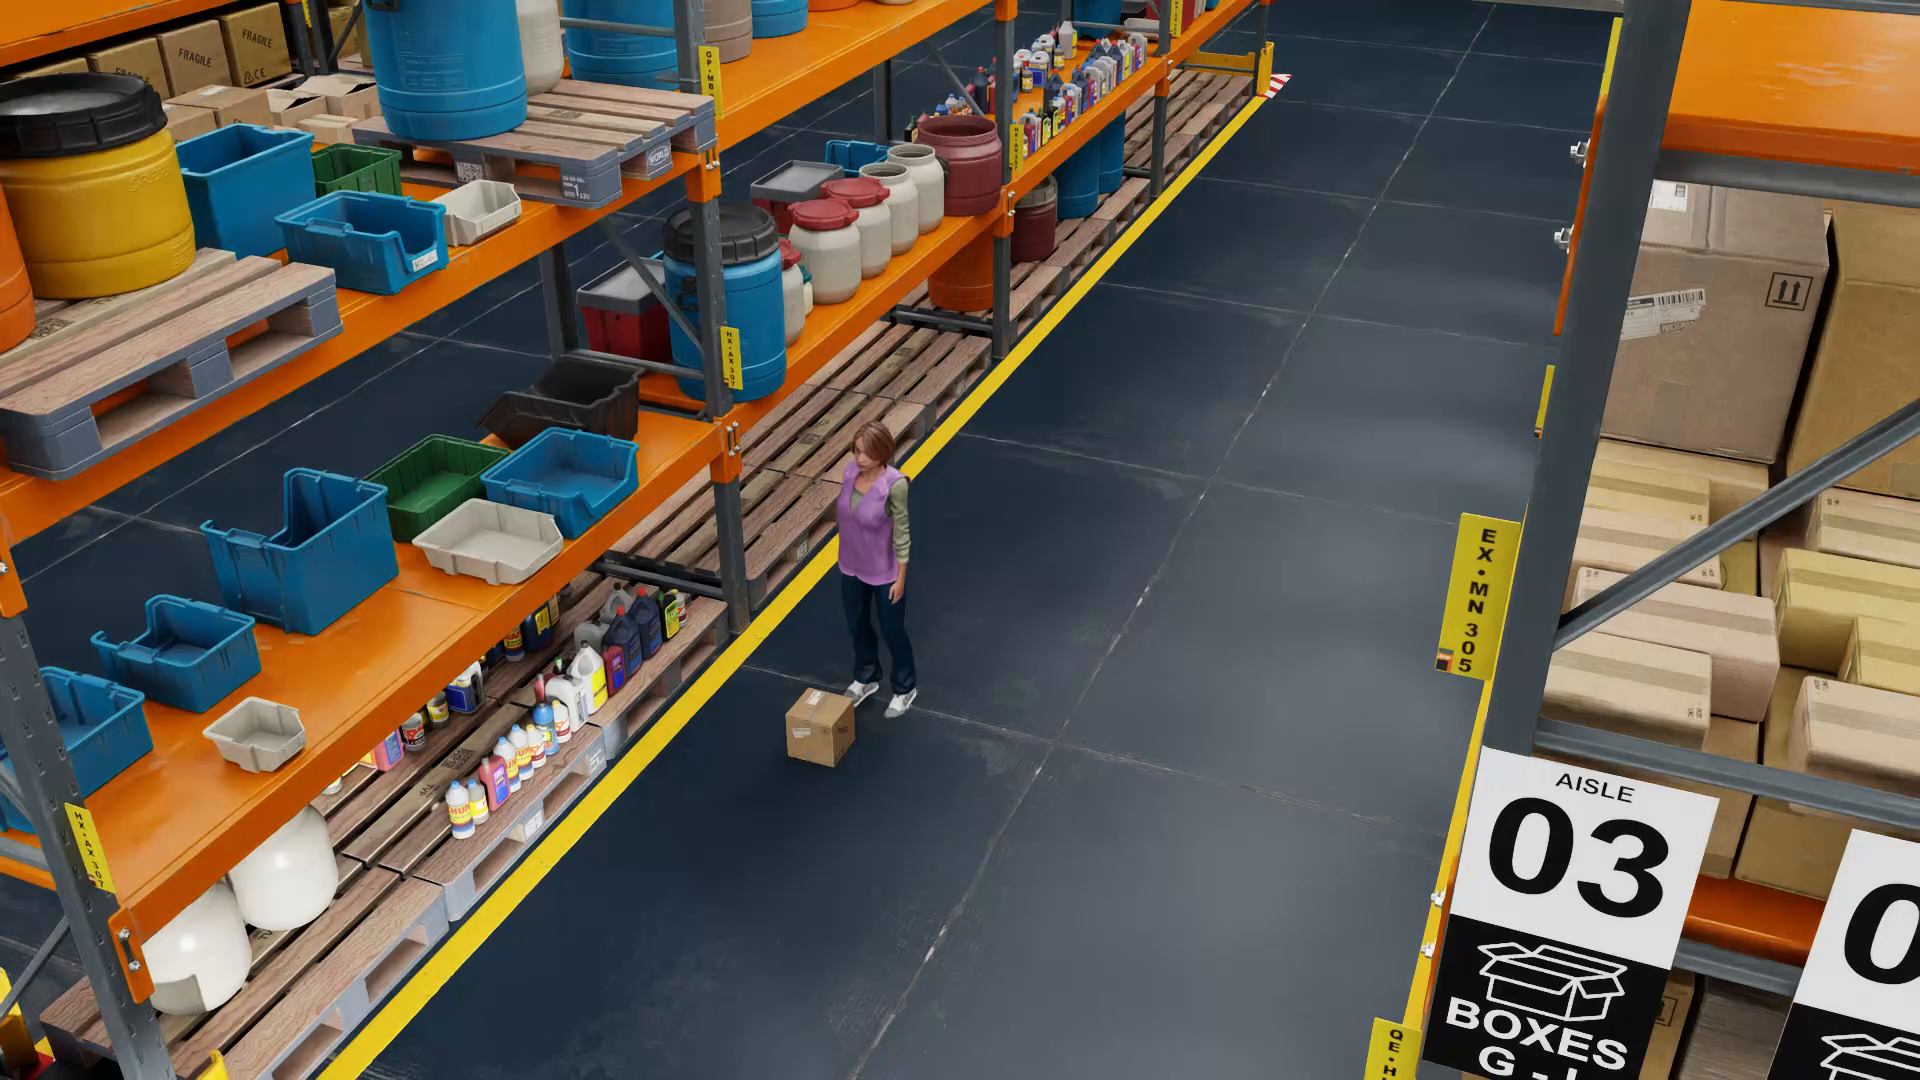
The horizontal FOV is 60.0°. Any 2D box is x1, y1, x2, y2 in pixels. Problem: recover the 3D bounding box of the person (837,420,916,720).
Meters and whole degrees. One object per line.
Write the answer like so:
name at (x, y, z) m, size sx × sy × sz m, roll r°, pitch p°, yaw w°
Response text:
person at (-0.410, 0.177, 8.158) m, size 0.408 × 1.601 × 0.327 m, roll 20°, pitch 35°, yaw 30°
